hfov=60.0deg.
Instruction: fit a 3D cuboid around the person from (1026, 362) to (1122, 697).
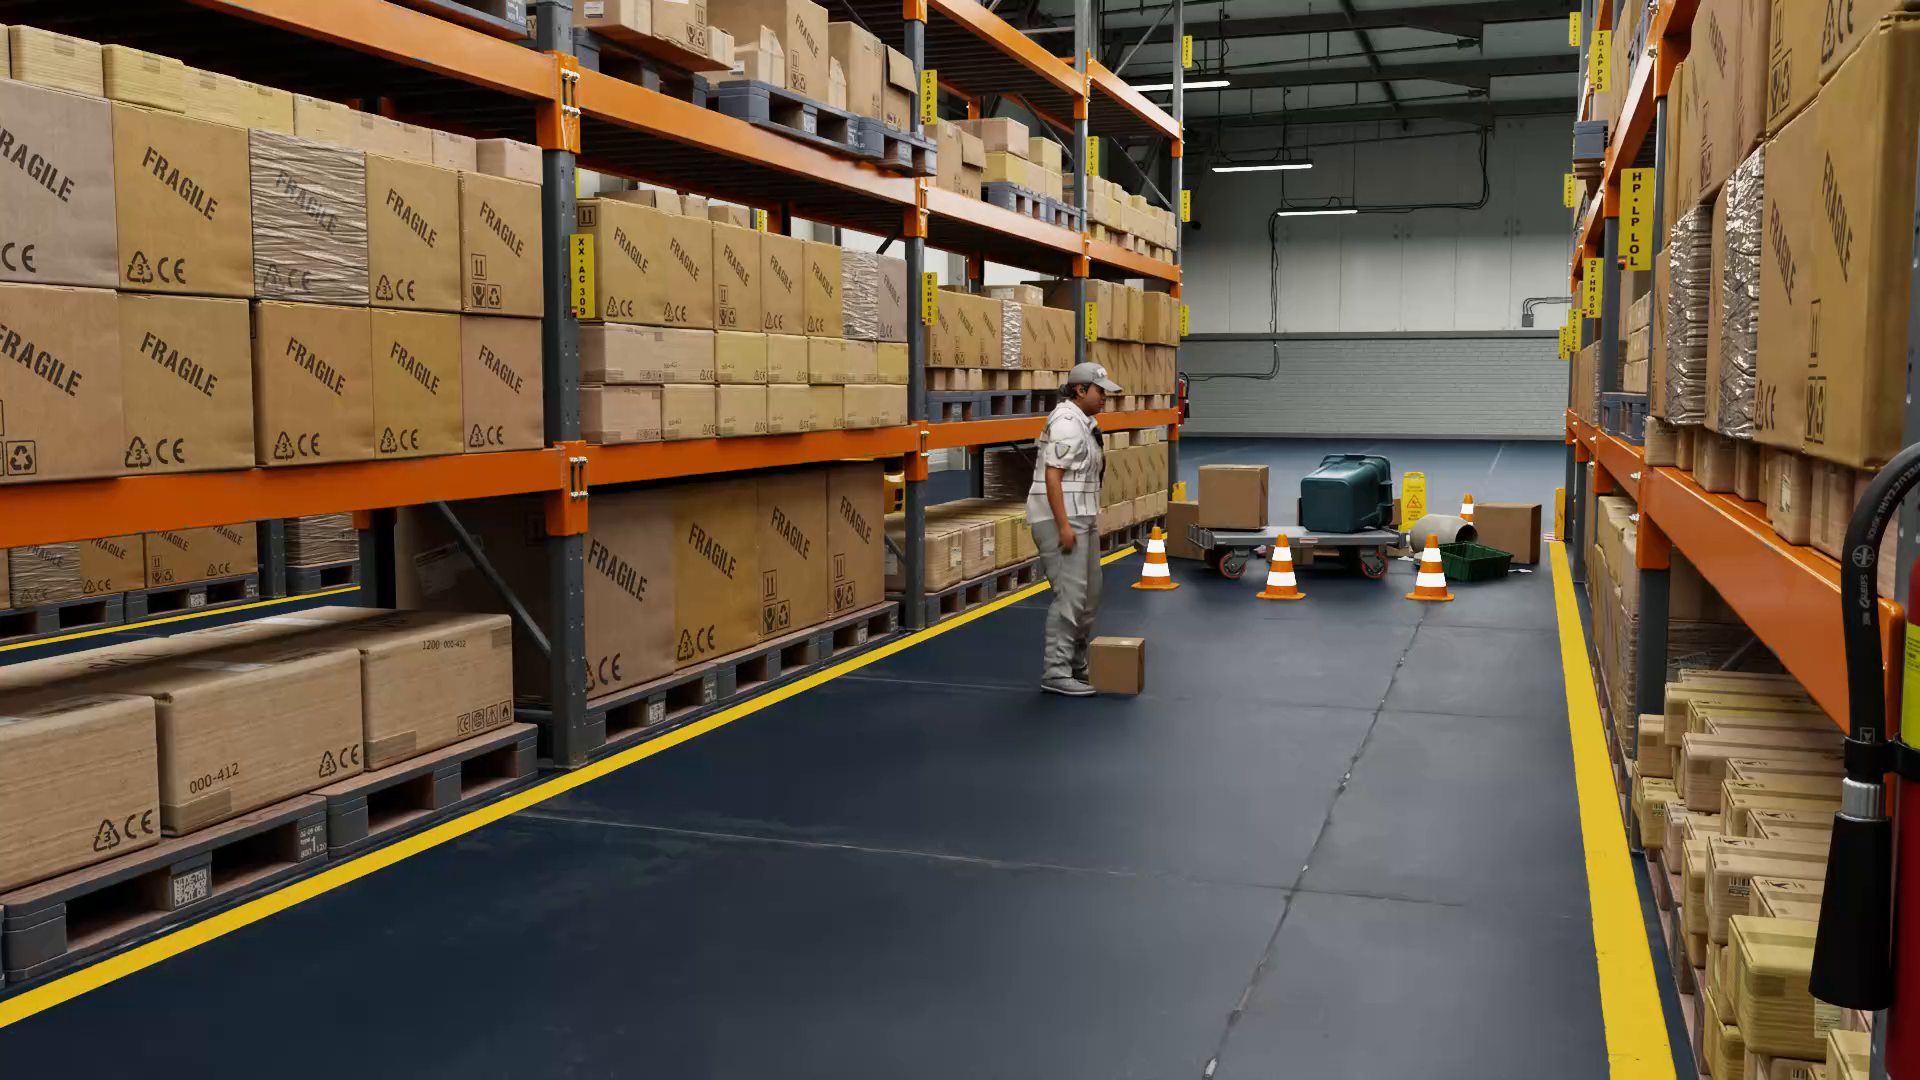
[{"bbox_3d":[0.585,-0.071,8.479,0.468,1.665,0.537,2,6,18],"label":"person"}]
